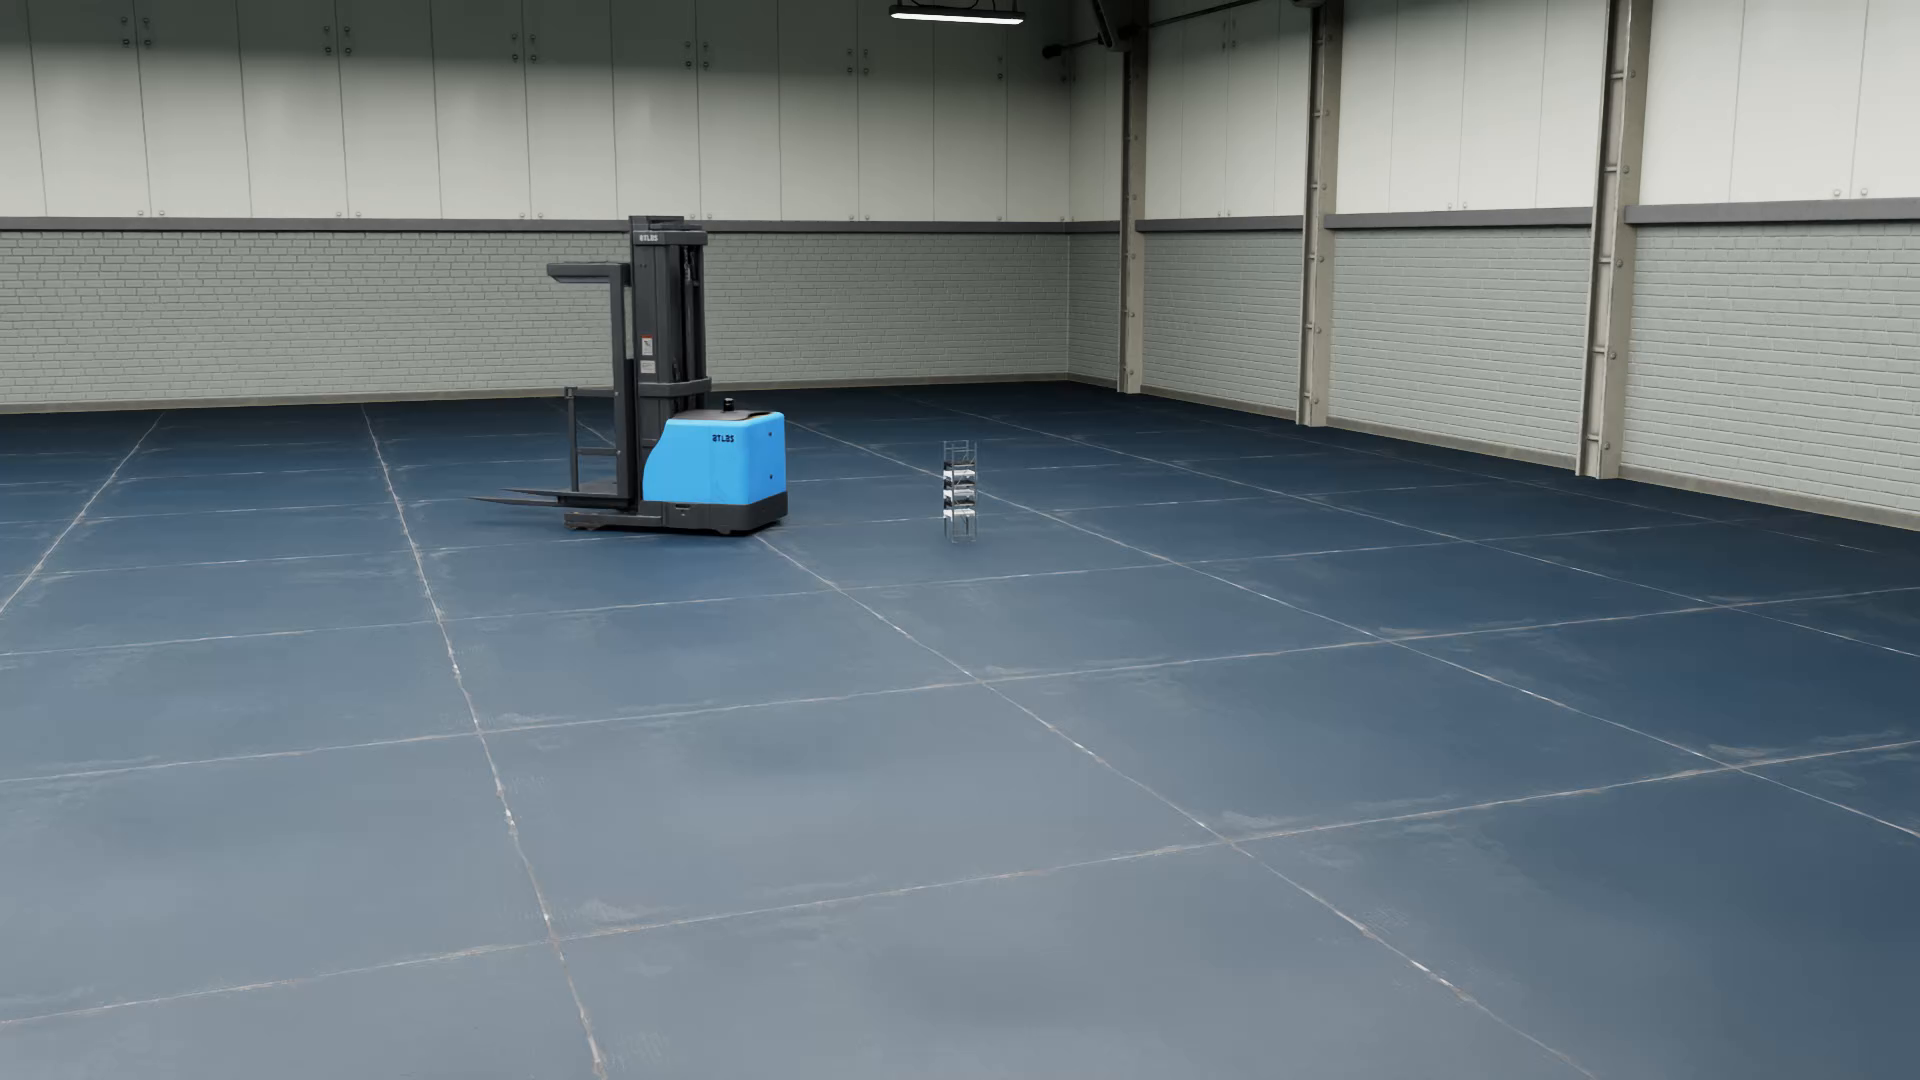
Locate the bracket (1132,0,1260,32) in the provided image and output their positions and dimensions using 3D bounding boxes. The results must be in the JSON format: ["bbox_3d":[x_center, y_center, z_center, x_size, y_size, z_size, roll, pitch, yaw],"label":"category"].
[{"bbox_3d":[3.856,-8.395,26.472,0.076,0.066,4.783,-4,11,-21],"label":"bracket"}]

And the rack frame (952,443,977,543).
[{"bbox_3d":[0.040,-0.425,15.070,0.240,0.900,0.006,-4,11,-21],"label":"rack frame"}]

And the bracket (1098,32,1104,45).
[{"bbox_3d":[2.621,-8.951,29.597,0.235,0.232,0.430,-4,11,-21],"label":"bracket"}]

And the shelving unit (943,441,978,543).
[{"bbox_3d":[0.003,-0.442,15.164,0.258,0.900,0.210,-4,11,-21],"label":"shelving unit"}]

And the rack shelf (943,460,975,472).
[{"bbox_3d":[0.003,-0.675,15.122,0.258,0.077,0.200,-4,11,-21],"label":"rack shelf"}]

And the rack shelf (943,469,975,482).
[{"bbox_3d":[0.003,-0.586,15.138,0.258,0.077,0.200,-4,11,-21],"label":"rack shelf"}]

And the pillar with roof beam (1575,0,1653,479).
[{"bbox_3d":[3.439,-4.902,17.111,9.100,9.000,0.400,-4,11,-21],"label":"pillar with roof beam"}]

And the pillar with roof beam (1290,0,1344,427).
[{"bbox_3d":[1.264,-5.881,22.617,9.100,9.000,0.548,-4,11,-21],"label":"pillar with roof beam"}]

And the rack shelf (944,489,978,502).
[{"bbox_3d":[0.003,-0.409,15.170,0.258,0.077,0.200,-4,11,-21],"label":"rack shelf"}]

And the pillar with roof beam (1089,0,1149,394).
[{"bbox_3d":[-0.910,-6.860,28.123,9.100,9.000,0.548,-4,11,-21],"label":"pillar with roof beam"}]

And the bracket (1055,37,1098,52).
[{"bbox_3d":[1.976,-9.241,31.230,0.076,0.066,3.189,-4,11,-21],"label":"bracket"}]

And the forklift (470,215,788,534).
[{"bbox_3d":[-3.257,-1.617,15.972,3.031,2.935,1.130,3,10,16],"label":"forklift"}]

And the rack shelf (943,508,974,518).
[{"bbox_3d":[0.003,-0.232,15.201,0.258,0.077,0.200,-4,11,-21],"label":"rack shelf"}]

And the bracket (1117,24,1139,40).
[{"bbox_3d":[2.922,-8.816,28.836,0.235,0.232,0.430,-4,11,-21],"label":"bracket"}]

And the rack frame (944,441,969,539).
[{"bbox_3d":[-0.034,-0.458,15.257,0.240,0.900,0.006,-4,11,-21],"label":"rack frame"}]

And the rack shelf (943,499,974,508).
[{"bbox_3d":[0.003,-0.320,15.185,0.258,0.077,0.200,-4,11,-21],"label":"rack shelf"}]

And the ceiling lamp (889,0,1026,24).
[{"bbox_3d":[-0.121,-9.062,23.832,2.000,3.185,0.800,-4,11,-21],"label":"ceiling lamp"}]

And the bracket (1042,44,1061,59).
[{"bbox_3d":[1.762,-9.338,31.772,0.235,0.232,0.430,-4,11,-21],"label":"bracket"}]

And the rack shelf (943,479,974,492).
[{"bbox_3d":[0.003,-0.498,15.154,0.258,0.077,0.200,-4,11,-21],"label":"rack shelf"}]
